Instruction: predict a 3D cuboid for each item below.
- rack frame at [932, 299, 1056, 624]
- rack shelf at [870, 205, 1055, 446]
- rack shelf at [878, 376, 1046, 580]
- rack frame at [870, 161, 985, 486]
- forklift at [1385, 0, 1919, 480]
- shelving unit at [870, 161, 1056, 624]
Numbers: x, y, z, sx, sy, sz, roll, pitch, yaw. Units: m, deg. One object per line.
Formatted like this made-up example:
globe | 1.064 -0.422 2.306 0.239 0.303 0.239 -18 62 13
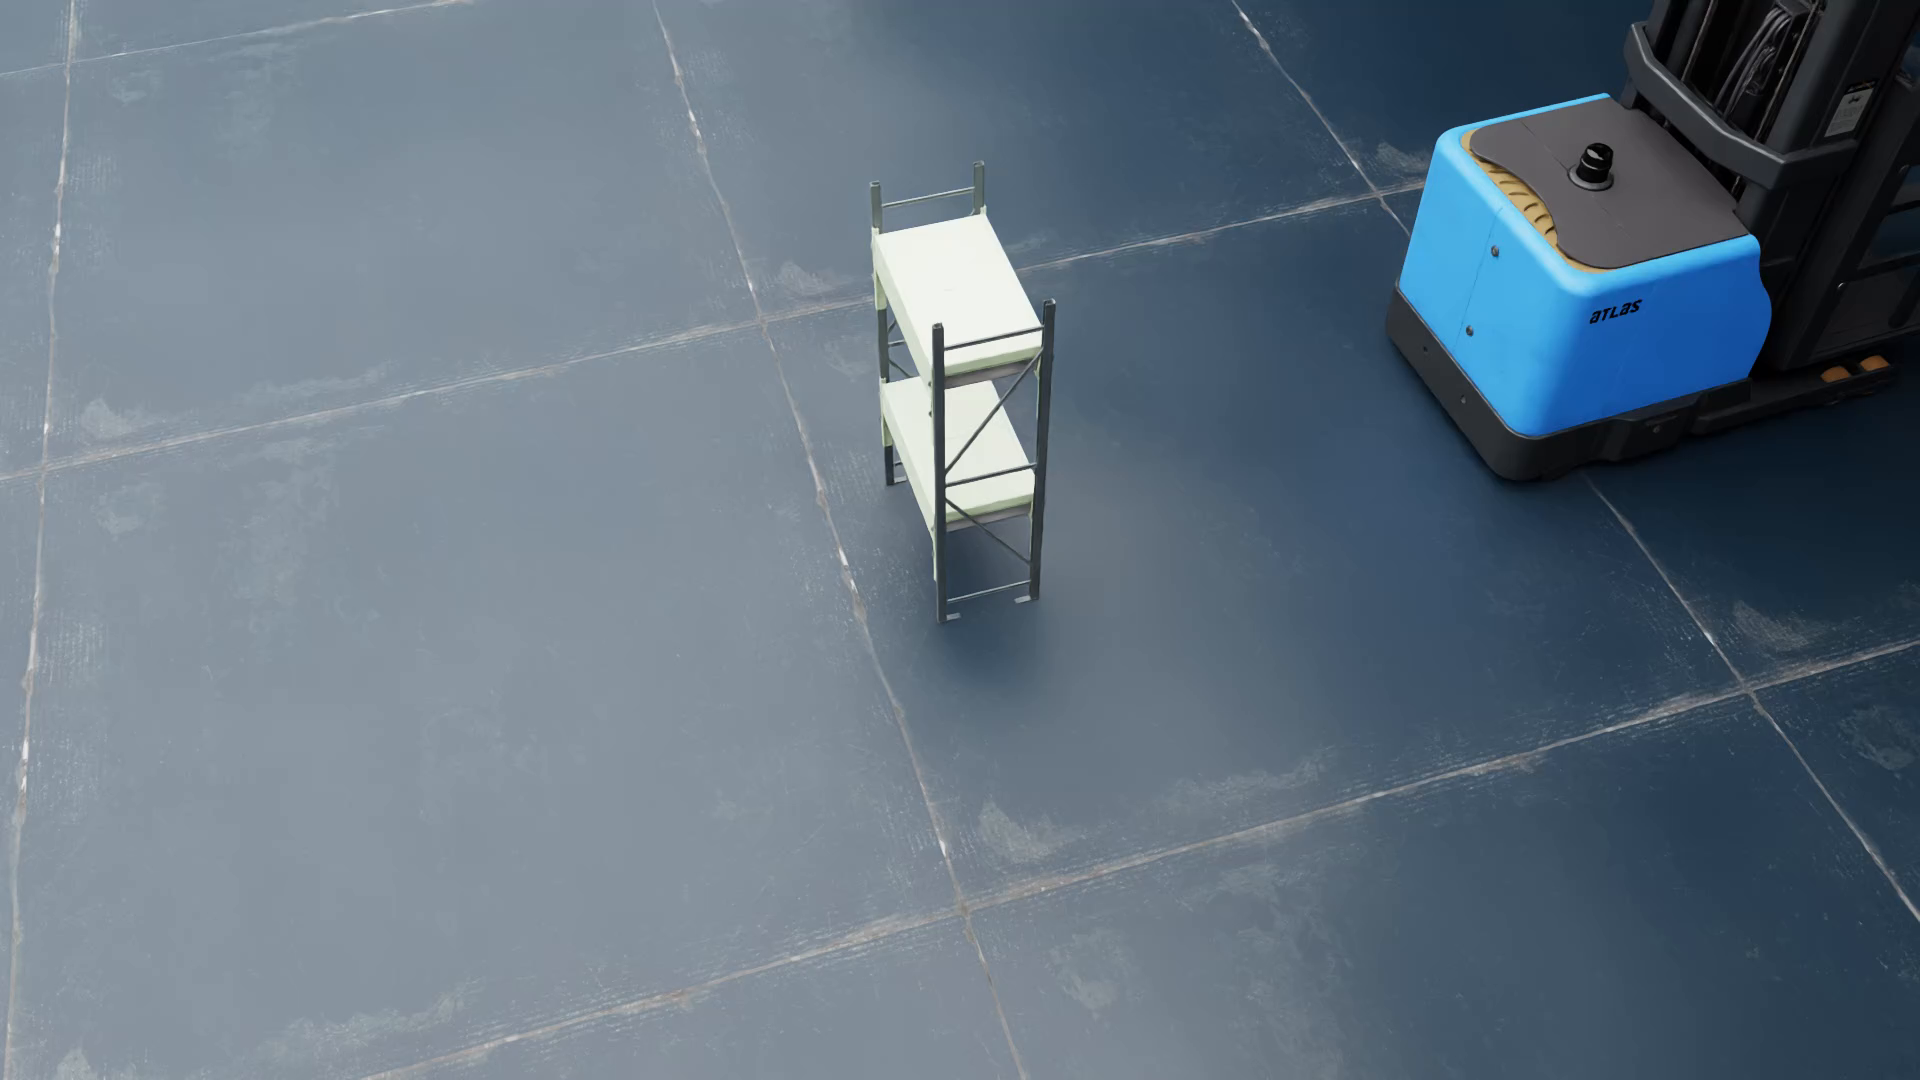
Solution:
rack frame | 0.106 -0.221 5.745 0.400 1.500 0.023 -13 51 -11
rack shelf | -0.002 -0.740 5.672 0.431 0.370 0.720 -13 51 -11
rack shelf | -0.002 -0.278 6.220 0.431 0.370 0.720 -13 51 -11
rack frame | -0.110 -0.756 6.196 0.400 1.500 0.023 -13 51 -11
forklift | 3.418 -1.881 6.208 3.031 2.935 1.130 -15 52 -13
shelving unit | -0.002 -0.488 5.970 0.431 1.500 0.755 -13 51 -11
